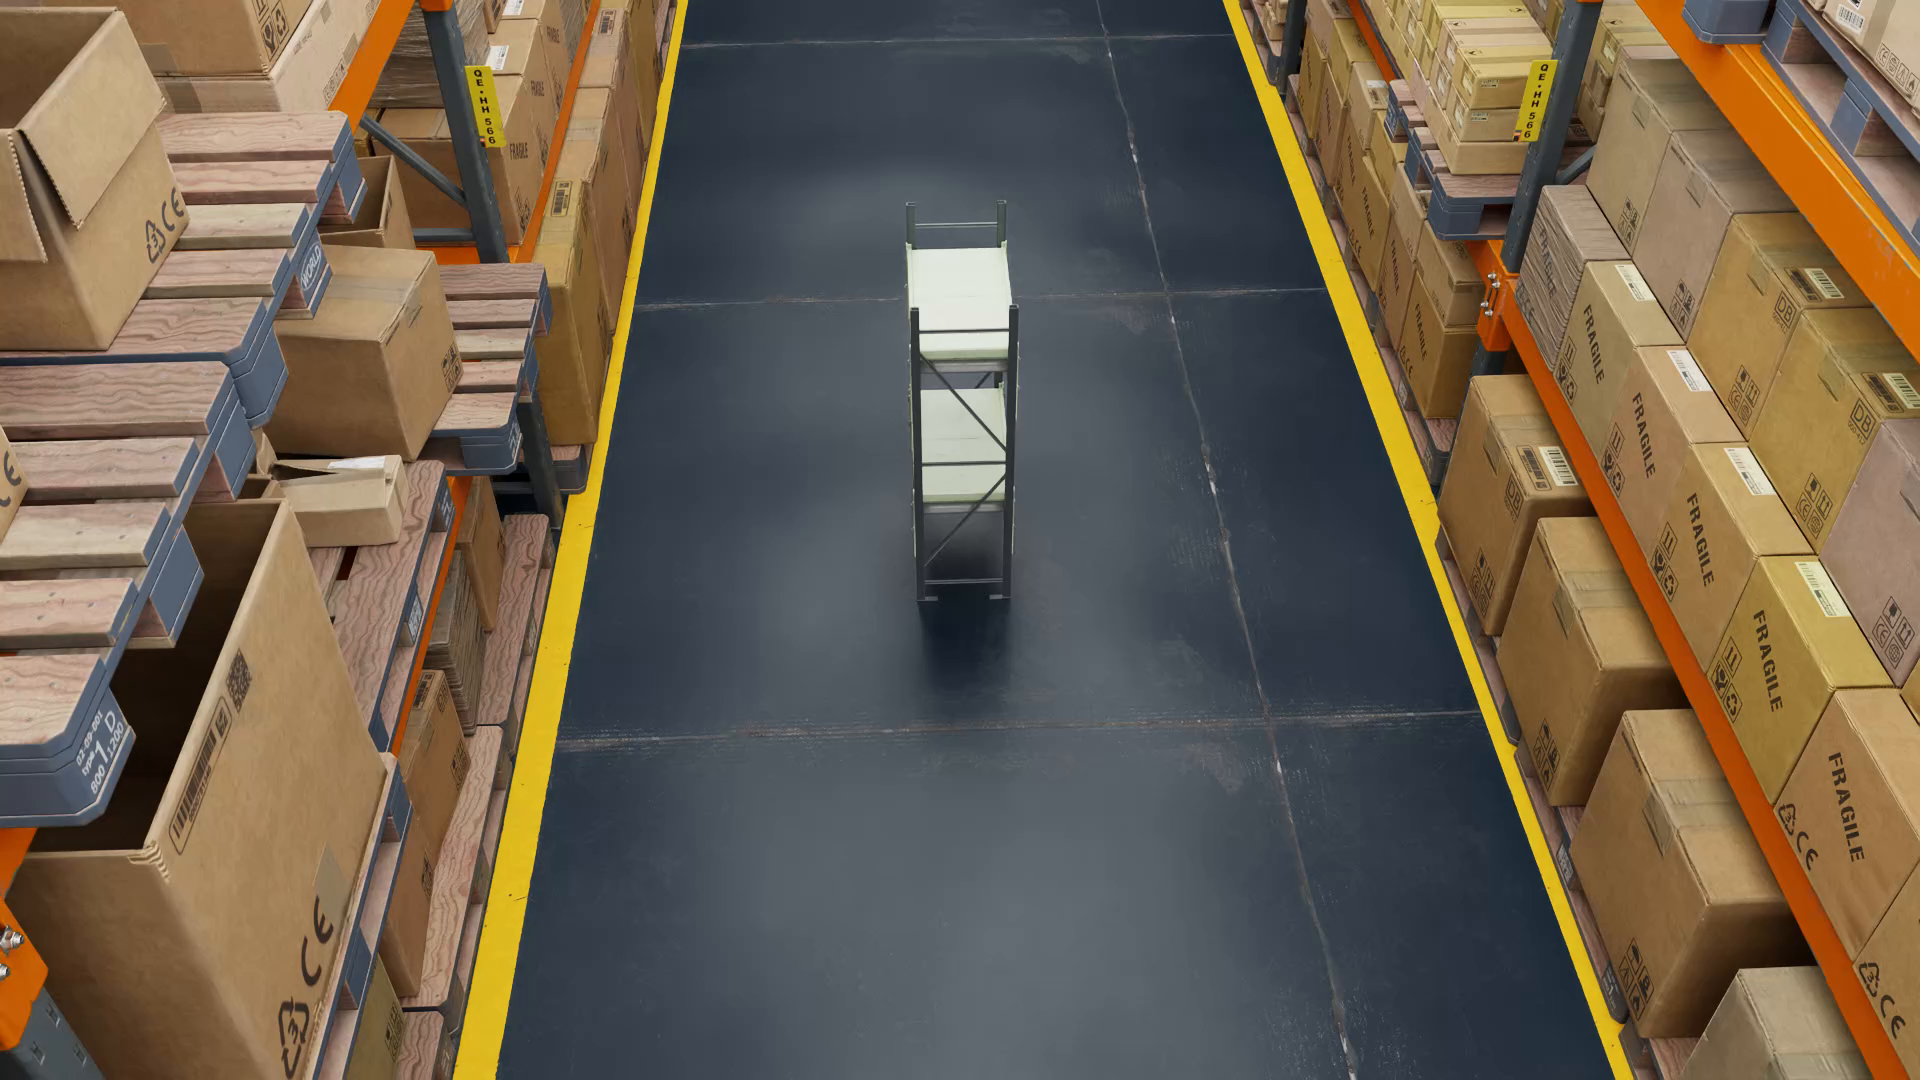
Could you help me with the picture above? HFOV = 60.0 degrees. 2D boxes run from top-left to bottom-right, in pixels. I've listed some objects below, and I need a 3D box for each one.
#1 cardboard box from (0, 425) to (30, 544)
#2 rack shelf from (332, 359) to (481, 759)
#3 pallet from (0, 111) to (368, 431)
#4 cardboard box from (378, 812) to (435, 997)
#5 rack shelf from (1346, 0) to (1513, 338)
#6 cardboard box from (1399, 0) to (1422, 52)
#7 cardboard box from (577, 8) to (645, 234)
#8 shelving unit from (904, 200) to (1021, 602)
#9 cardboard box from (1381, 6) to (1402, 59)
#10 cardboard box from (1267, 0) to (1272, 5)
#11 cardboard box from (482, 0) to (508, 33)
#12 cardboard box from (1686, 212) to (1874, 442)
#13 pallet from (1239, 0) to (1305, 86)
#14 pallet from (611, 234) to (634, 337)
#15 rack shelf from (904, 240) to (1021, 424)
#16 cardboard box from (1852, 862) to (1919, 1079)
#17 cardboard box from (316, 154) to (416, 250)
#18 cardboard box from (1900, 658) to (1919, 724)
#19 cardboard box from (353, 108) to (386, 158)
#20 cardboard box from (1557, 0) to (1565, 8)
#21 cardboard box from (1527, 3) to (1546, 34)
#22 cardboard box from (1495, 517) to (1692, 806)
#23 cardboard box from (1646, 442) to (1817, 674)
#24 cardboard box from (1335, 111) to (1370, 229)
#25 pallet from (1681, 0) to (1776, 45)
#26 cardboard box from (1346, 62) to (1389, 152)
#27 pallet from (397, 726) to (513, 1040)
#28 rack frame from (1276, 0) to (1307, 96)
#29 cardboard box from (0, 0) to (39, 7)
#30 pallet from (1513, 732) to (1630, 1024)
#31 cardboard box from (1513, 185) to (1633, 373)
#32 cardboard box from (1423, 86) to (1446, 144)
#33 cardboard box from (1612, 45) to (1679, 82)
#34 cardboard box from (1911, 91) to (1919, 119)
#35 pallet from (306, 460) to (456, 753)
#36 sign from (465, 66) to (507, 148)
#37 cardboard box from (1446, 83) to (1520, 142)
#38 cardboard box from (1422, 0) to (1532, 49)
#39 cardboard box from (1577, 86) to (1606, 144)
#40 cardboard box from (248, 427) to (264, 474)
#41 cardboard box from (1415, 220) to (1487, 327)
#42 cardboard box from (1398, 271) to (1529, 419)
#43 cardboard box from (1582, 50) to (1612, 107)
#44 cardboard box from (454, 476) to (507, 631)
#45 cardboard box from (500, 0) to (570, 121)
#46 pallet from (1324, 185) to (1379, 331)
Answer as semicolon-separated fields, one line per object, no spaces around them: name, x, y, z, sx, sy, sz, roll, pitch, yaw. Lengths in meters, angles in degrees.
cardboard box;-2.039;-0.091;2.672;0.797;0.503;0.637;-4;43;-4
rack shelf;-2.203;0.443;5.229;1.077;0.370;4.000;-2;43;-2
pallet;-2.085;-0.628;3.784;1.213;0.211;1.003;-2;43;-2
cardboard box;-2.148;1.172;5.426;0.700;0.500;0.500;-5;43;-5
rack shelf;2.587;-2.331;8.256;1.077;0.370;4.000;-2;43;-2
cardboard box;2.159;-2.265;7.306;0.380;0.149;0.250;-2;43;-2
cardboard box;-2.372;-2.210;8.852;1.225;0.875;0.875;-3;43;-3
shelving unit;0.000;-0.548;6.888;0.431;1.500;0.755;-2;43;-2
cardboard box;2.151;-2.320;7.586;0.380;0.149;0.250;-3;43;-4
cardboard box;2.147;-3.546;10.627;0.380;0.149;0.250;-4;43;-4
cardboard box;-2.328;-2.513;7.105;0.797;0.503;0.637;-1;43;-1
cardboard box;2.728;-0.661;5.087;0.700;0.500;0.500;-2;43;-2
pallet;2.438;-3.371;10.921;1.003;0.211;1.213;-2;43;-2
pallet;-2.295;-1.500;8.880;1.003;0.211;1.213;-2;43;-2
rack shelf;0.000;-0.836;6.624;0.431;0.370;0.720;-2;43;-2
cardboard box;2.552;1.072;3.936;0.500;0.500;0.500;-2;43;-2
cardboard box;-2.225;-1.001;5.887;0.500;0.500;0.500;-6;43;-7
cardboard box;2.791;0.366;3.966;0.700;0.500;0.500;-2;43;-2
cardboard box;-2.557;-1.535;6.781;0.500;0.500;0.500;0;43;0
cardboard box;2.815;-2.371;7.202;0.380;0.149;0.250;-3;43;-4
cardboard box;2.804;-2.342;7.609;0.380;0.149;0.250;0;43;0
cardboard box;2.648;0.432;6.063;1.050;0.750;0.750;-1;43;-1
cardboard box;2.485;0.048;5.054;0.500;0.500;0.500;-2;43;-2
cardboard box;2.328;-1.963;8.861;0.500;0.500;0.500;-1;43;-1
pallet;2.752;-1.849;5.117;1.213;0.211;1.003;0;43;0
cardboard box;2.312;-2.246;8.615;0.500;0.250;0.500;0;43;0
pallet;-2.208;1.205;5.929;1.003;0.211;1.213;-2;43;-2
rack frame;2.502;-3.947;9.486;1.000;3.000;0.127;-2;43;-2
cardboard box;-2.479;-1.493;4.144;0.500;0.500;0.500;-3;43;-3
pallet;2.679;1.138;6.002;1.003;0.211;1.213;-2;43;-2
cardboard box;2.421;-0.972;6.167;0.500;0.500;0.500;-1;43;-1
cardboard box;2.183;-1.796;7.014;0.380;0.149;0.250;-2;43;-2
cardboard box;2.845;-1.848;6.631;0.380;0.149;0.250;-2;43;-2
cardboard box;2.547;-0.988;3.719;0.500;0.311;0.500;-3;43;-3
pallet;-2.163;0.234;5.067;1.003;0.211;1.213;-2;43;-2
sign;-1.746;-1.592;6.118;0.100;0.325;0.005;-2;43;-2
cardboard box;2.196;-1.739;6.732;0.380;0.149;0.250;-1;43;-1
cardboard box;2.173;-2.192;7.006;0.380;0.149;0.250;0;43;0
cardboard box;2.843;-1.798;7.016;0.380;0.149;0.250;0;43;0
cardboard box;-2.447;-0.134;5.126;0.500;0.250;0.500;-3;43;-3
cardboard box;2.381;-1.210;7.484;0.500;0.250;0.500;-3;43;-3
cardboard box;2.382;-0.917;7.719;0.500;0.500;0.500;-2;43;-2
cardboard box;2.838;-1.933;6.944;0.380;0.149;0.250;0;43;0
cardboard box;-2.240;0.039;6.662;0.700;0.500;0.500;-4;43;-4
cardboard box;-2.086;-2.239;7.548;0.500;0.500;0.500;-2;43;-3
pallet;2.591;-1.568;8.954;1.003;0.211;1.213;-2;43;-2
